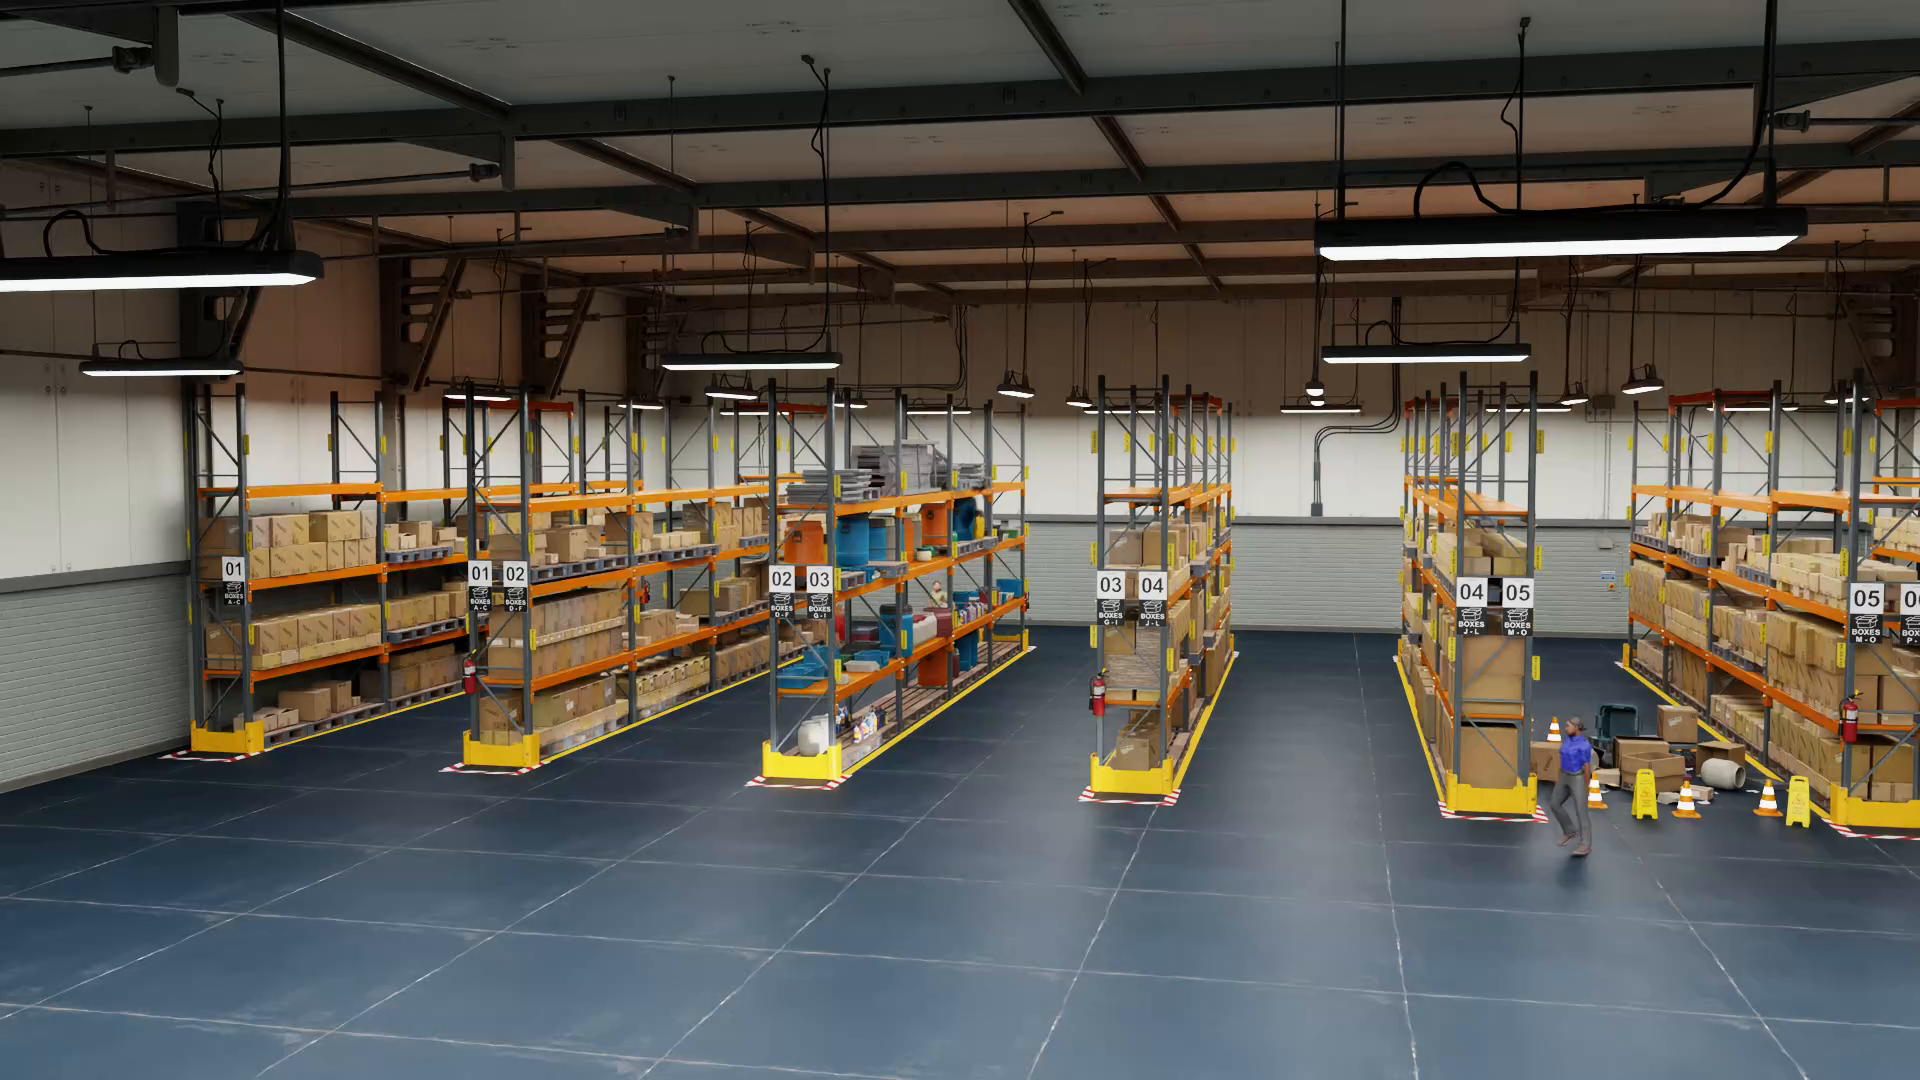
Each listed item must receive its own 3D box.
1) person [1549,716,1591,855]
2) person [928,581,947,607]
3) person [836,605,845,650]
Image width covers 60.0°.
[{"bbox_3d":[7.555,2.995,20.461,0.382,1.678,0.559,-1,4,-22],"label":"person"},{"bbox_3d":[-0.544,1.847,40.686,0.602,1.708,0.820,1,3,19],"label":"person"},{"bbox_3d":[-2.338,2.198,34.100,0.587,1.717,0.598,2,4,32],"label":"person"}]
